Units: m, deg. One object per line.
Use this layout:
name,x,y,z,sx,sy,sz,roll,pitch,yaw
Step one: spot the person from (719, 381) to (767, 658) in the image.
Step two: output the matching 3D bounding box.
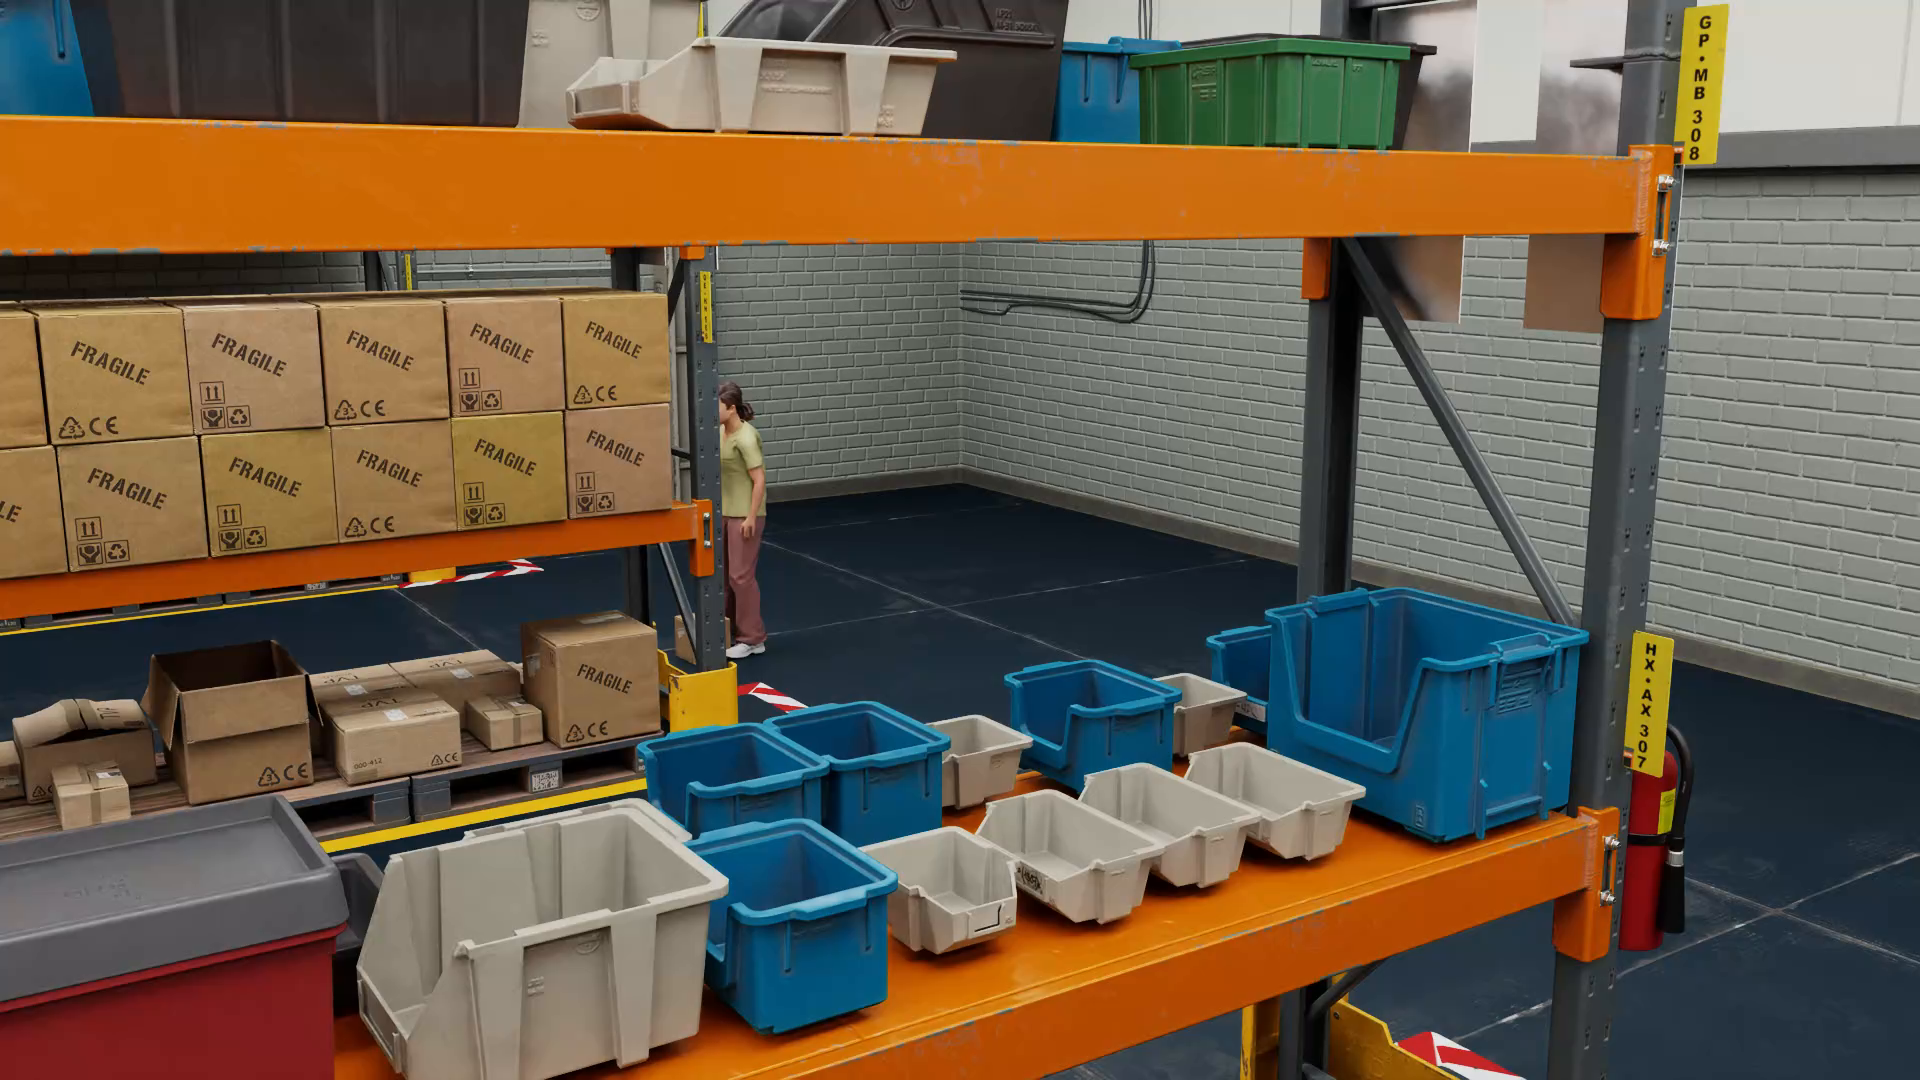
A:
person,-1.365,-0.134,10.112,0.356,1.673,0.499,-7,14,-33
